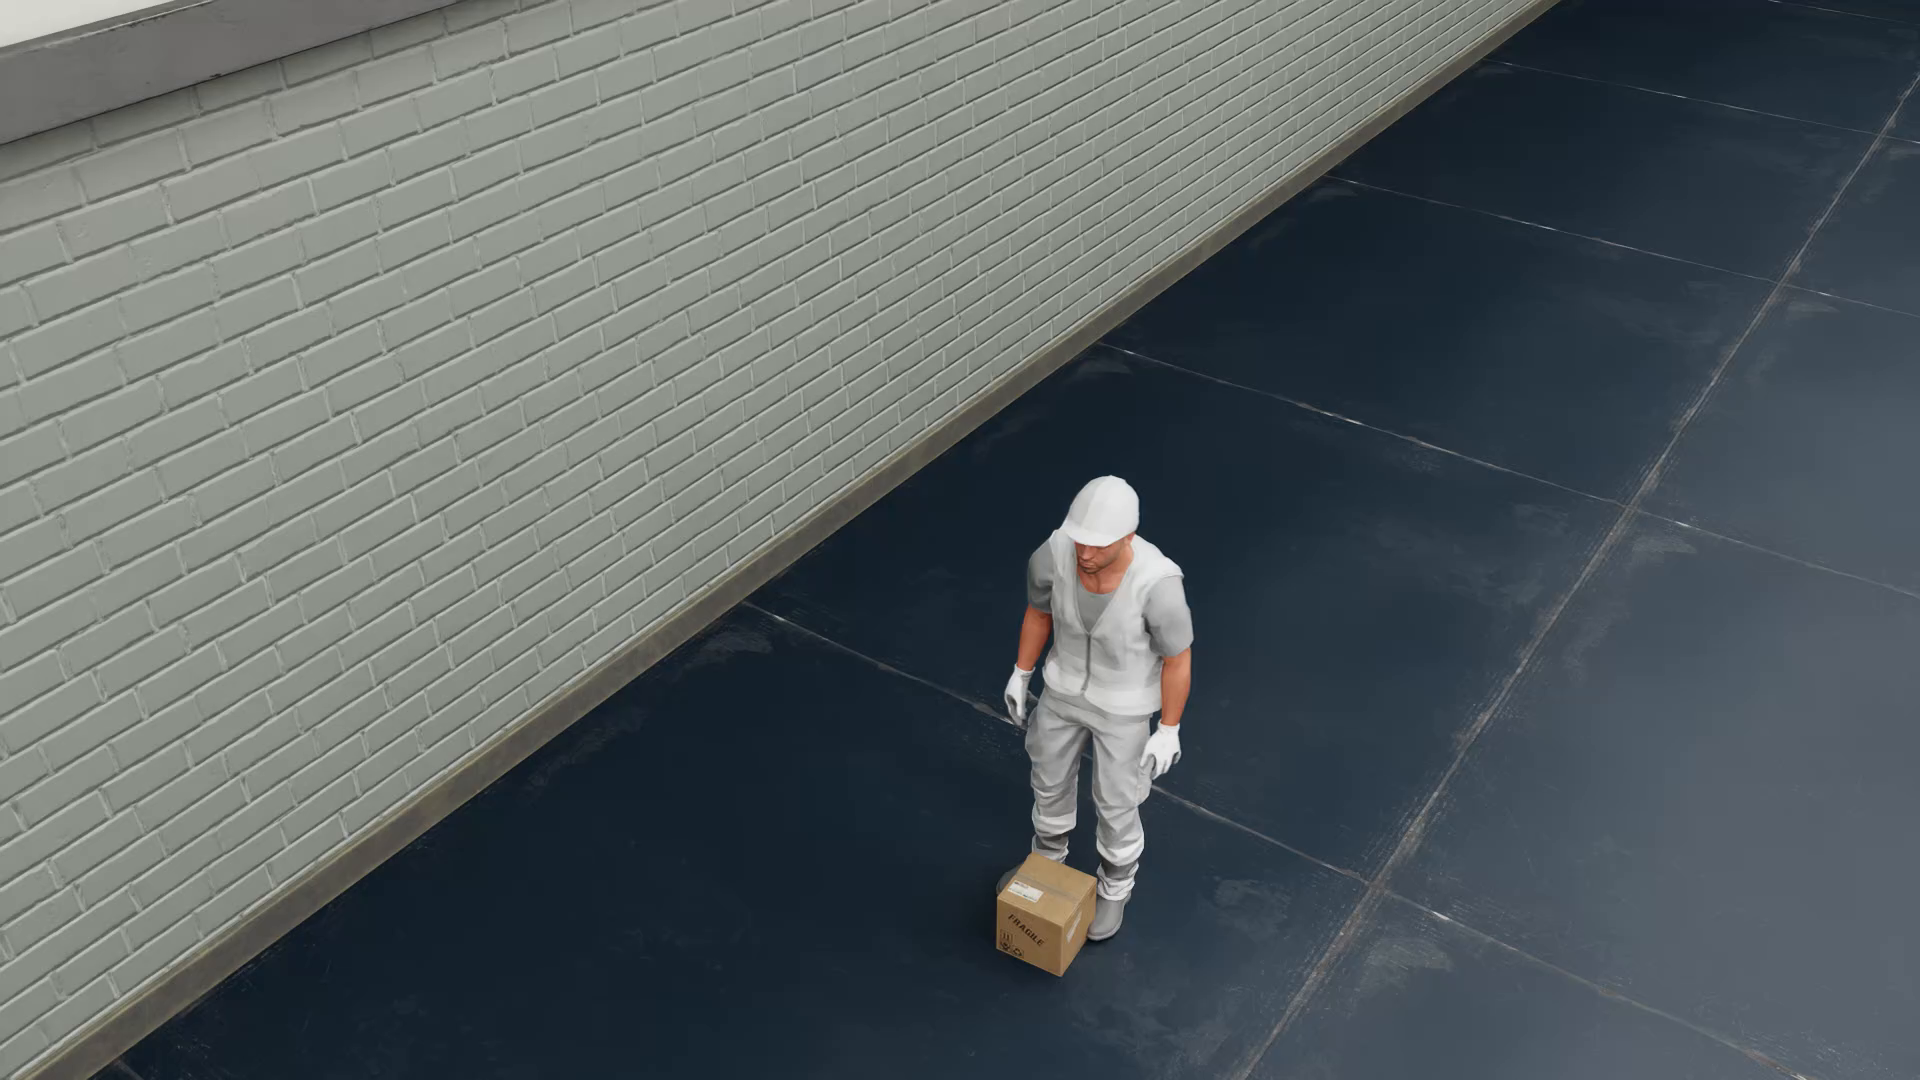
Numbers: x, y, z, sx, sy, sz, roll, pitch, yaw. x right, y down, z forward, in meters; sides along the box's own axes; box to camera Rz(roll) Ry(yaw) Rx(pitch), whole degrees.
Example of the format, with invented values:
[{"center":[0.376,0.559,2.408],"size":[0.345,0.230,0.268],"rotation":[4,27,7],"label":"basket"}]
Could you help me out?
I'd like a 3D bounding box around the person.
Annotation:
[{"center":[0.434,0.533,5.346],"size":[0.623,1.780,0.446],"rotation":[20,39,26],"label":"person"}]
